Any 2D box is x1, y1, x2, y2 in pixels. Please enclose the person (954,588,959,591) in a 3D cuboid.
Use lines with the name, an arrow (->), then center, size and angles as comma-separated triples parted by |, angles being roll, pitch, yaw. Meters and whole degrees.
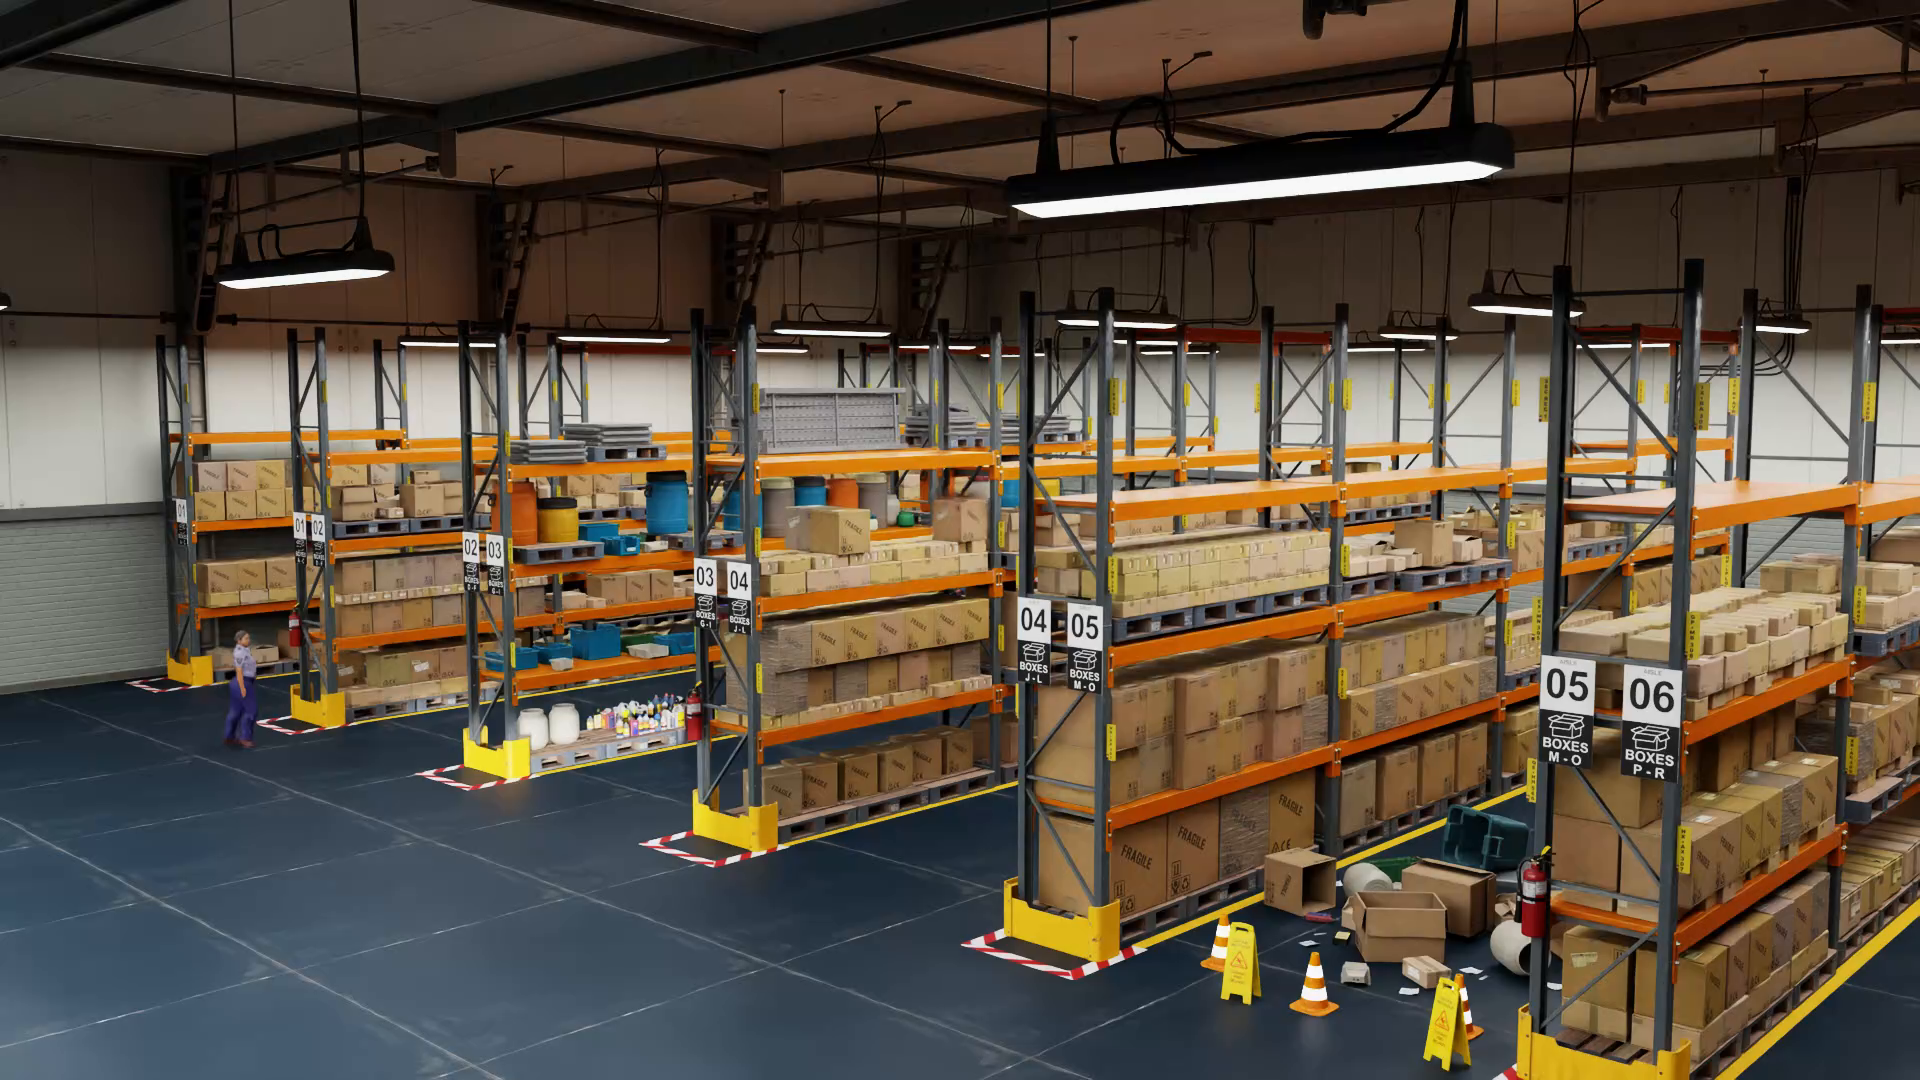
person -> 0.077, 0.743, 38.298 | 1.037, 1.619, 0.419 | -3, 6, -26

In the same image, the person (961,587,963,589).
person -> 0.210, 0.401, 41.588 | 0.576, 1.711, 1.093 | 4, 7, 40

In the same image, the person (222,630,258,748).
person -> -10.298, 2.143, 23.729 | 0.487, 1.694, 0.530 | -3, 6, -27
